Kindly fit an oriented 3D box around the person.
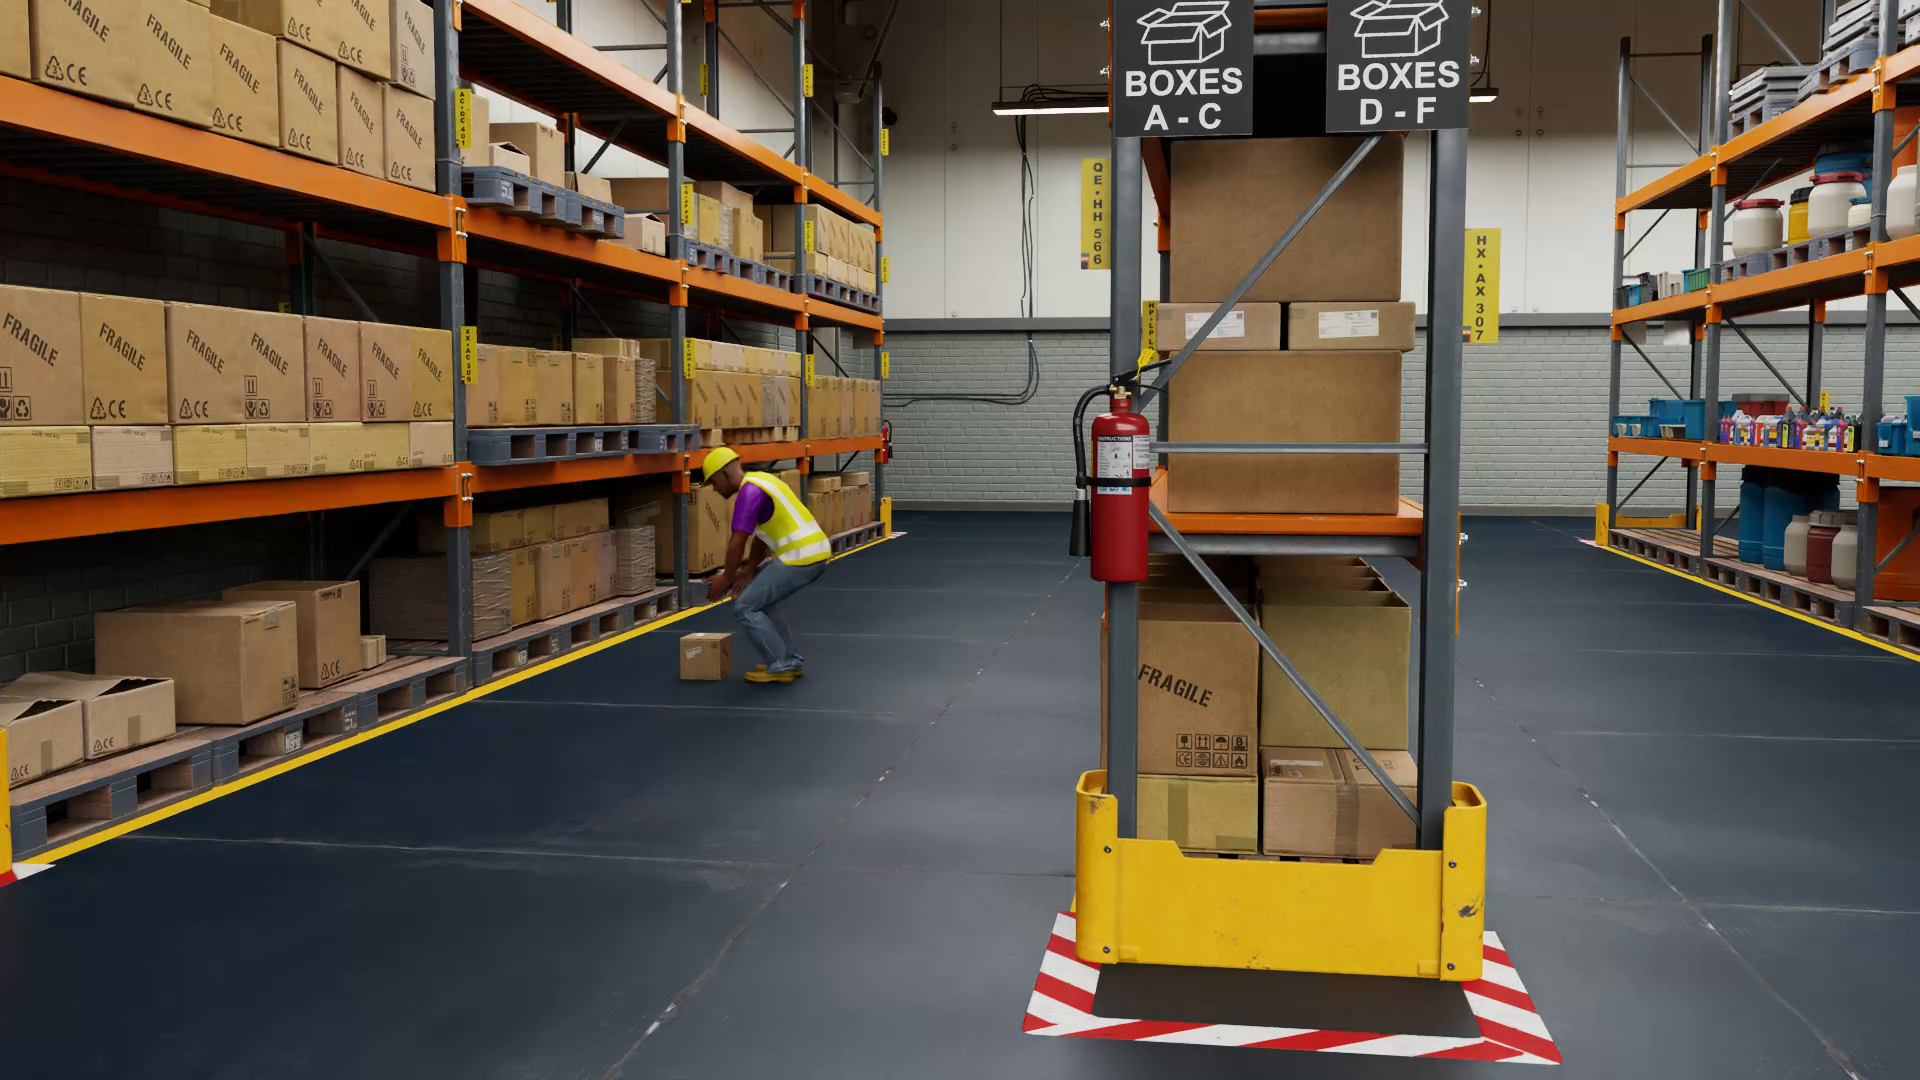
[{"bbox_3d":[-1.170,0.144,9.989,0.763,1.403,0.631,1,5,10],"label":"person"}]
